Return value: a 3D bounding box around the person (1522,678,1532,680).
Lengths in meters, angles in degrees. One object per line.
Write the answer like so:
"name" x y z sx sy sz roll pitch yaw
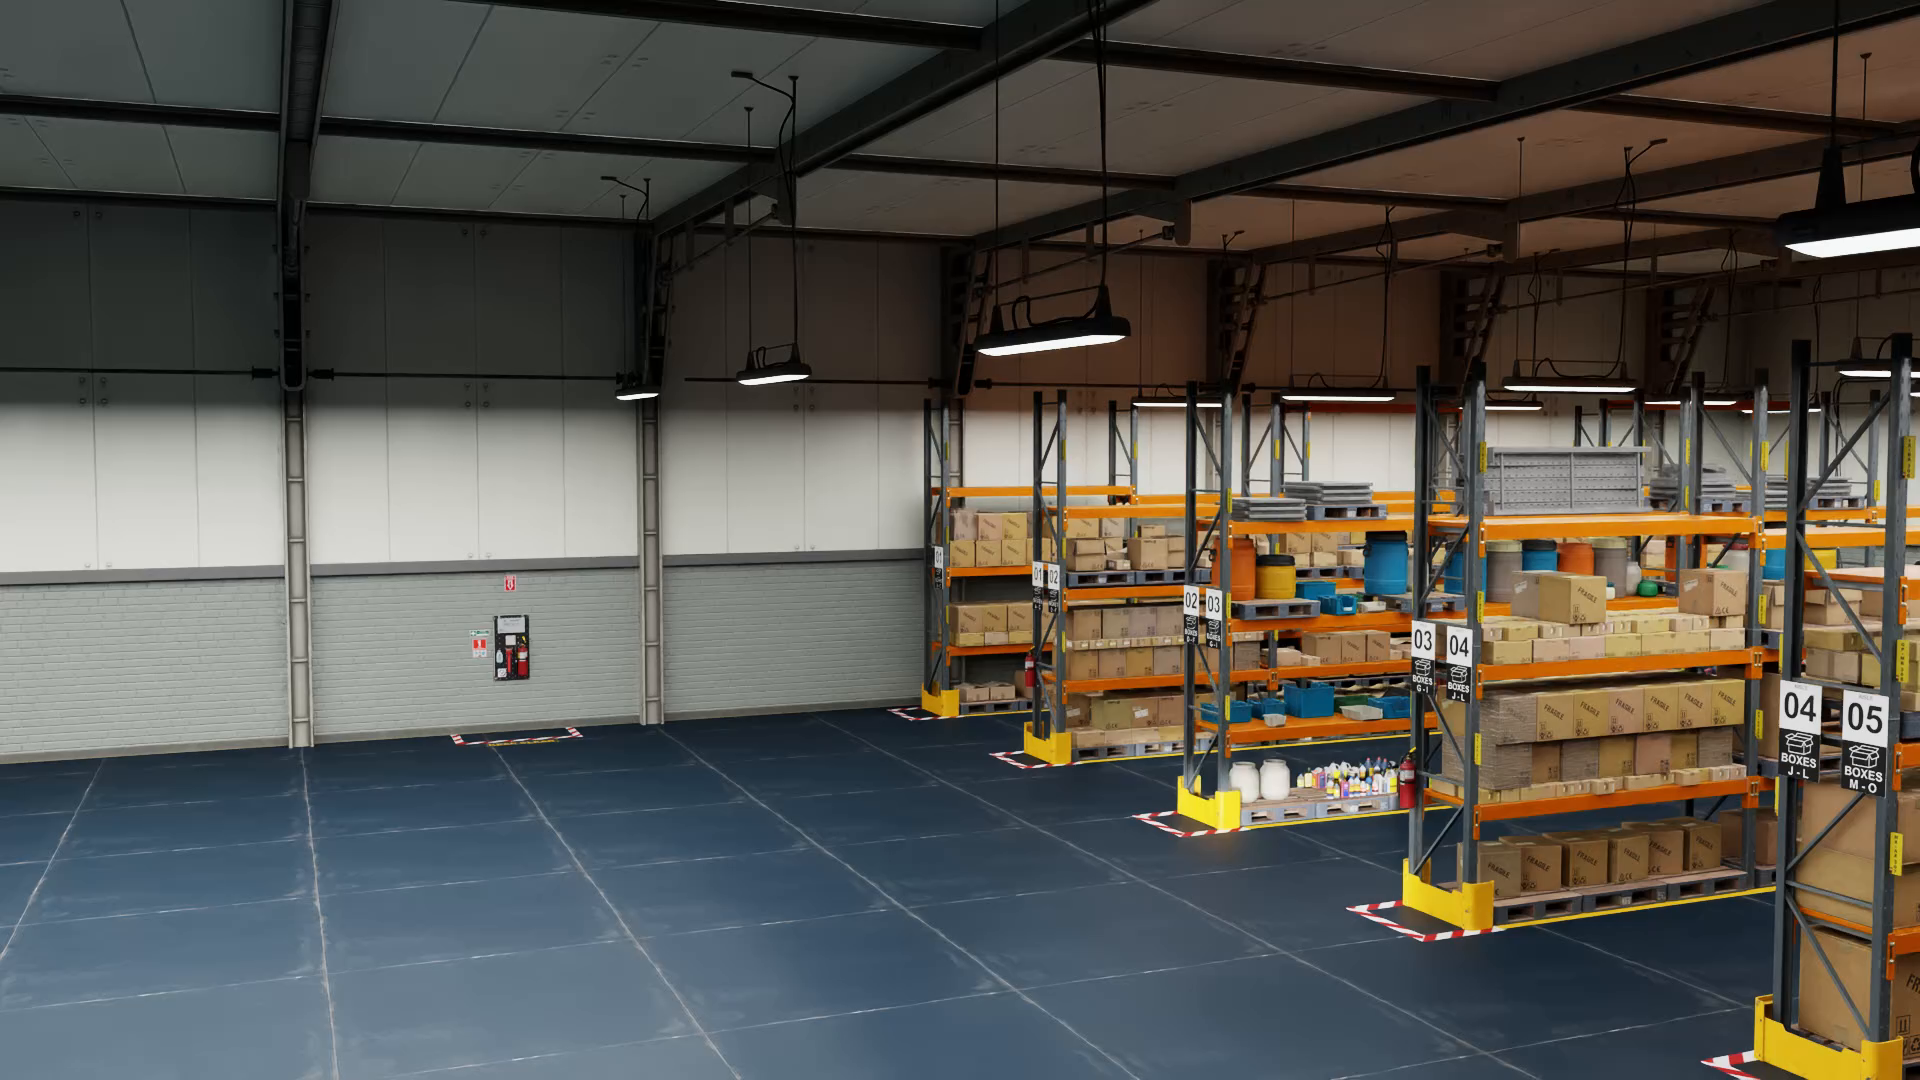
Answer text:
"person" 9.702 2.672 28.634 0.578 1.644 0.518 -3 4 -39
